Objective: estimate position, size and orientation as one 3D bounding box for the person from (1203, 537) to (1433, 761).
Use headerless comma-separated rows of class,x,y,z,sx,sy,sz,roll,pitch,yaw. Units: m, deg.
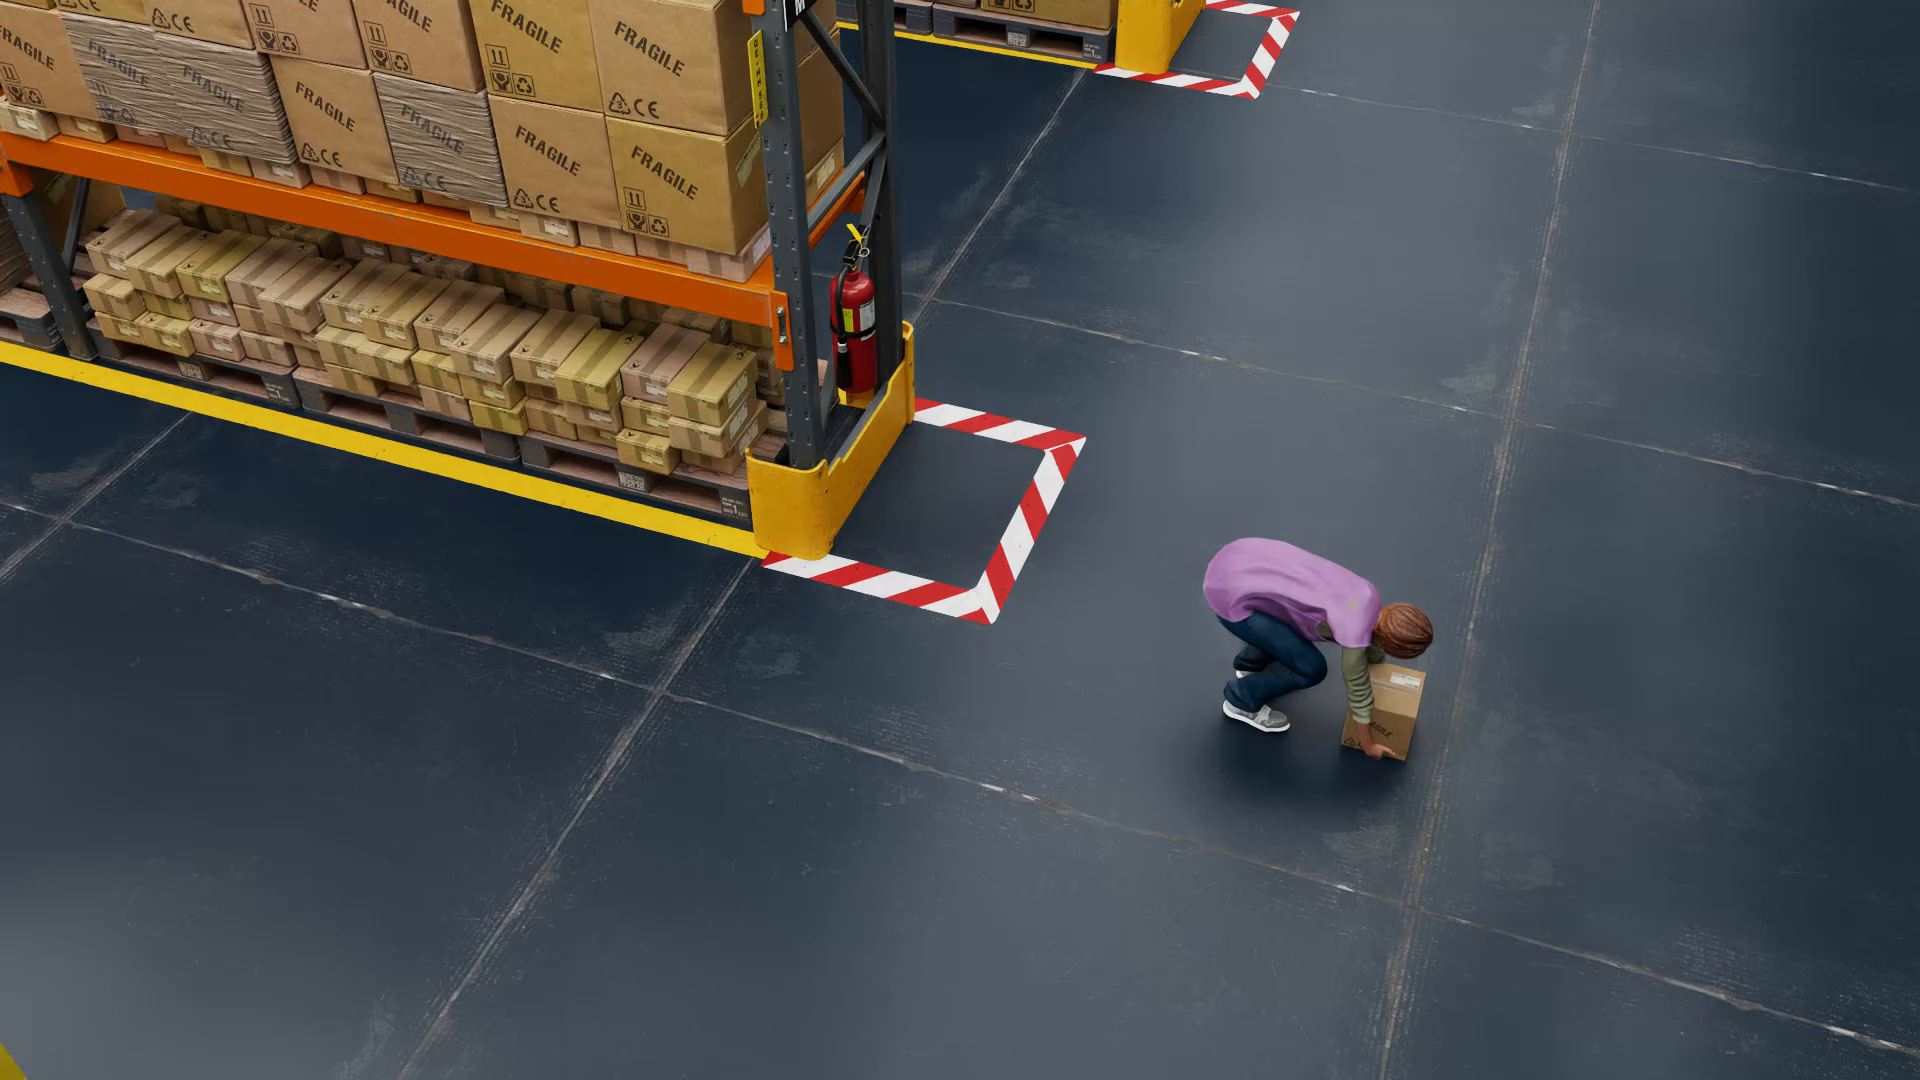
person,1.341,0.380,6.355,0.864,0.807,0.432,12,43,13
